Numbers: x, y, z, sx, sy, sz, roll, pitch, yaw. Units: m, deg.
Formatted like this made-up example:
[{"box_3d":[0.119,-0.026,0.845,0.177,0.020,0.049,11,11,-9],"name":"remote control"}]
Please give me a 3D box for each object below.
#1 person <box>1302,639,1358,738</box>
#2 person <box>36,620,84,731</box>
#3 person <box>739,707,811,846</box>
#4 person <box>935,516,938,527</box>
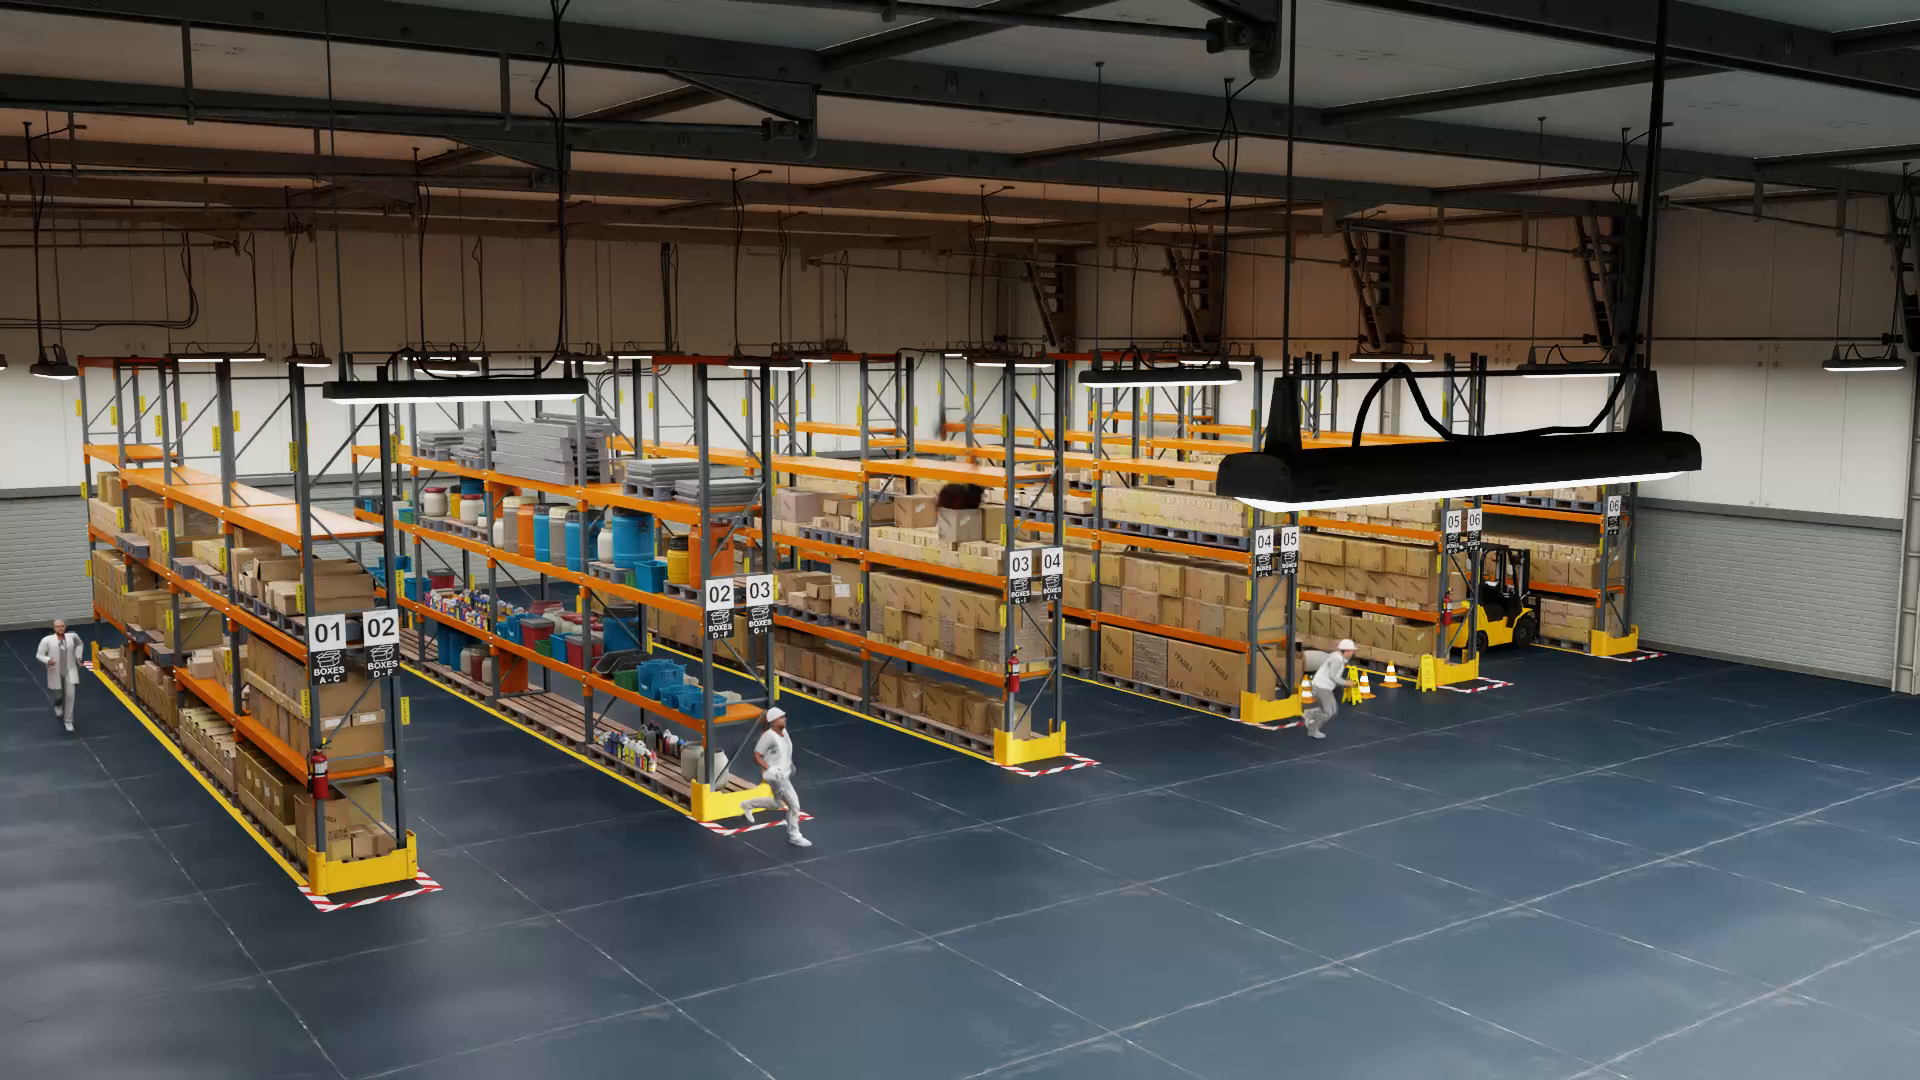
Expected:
[{"box_3d":[5.869,2.344,26.409,0.840,1.597,0.679,2,7,16],"name":"person"},{"box_3d":[-14.681,2.185,27.196,0.717,1.804,0.968,-5,9,-35],"name":"person"},{"box_3d":[-2.335,2.967,20.884,0.956,1.763,0.666,1,7,7],"name":"person"},{"box_3d":[-0.725,0.125,44.689,0.640,1.638,0.609,-2,7,-17],"name":"person"}]
